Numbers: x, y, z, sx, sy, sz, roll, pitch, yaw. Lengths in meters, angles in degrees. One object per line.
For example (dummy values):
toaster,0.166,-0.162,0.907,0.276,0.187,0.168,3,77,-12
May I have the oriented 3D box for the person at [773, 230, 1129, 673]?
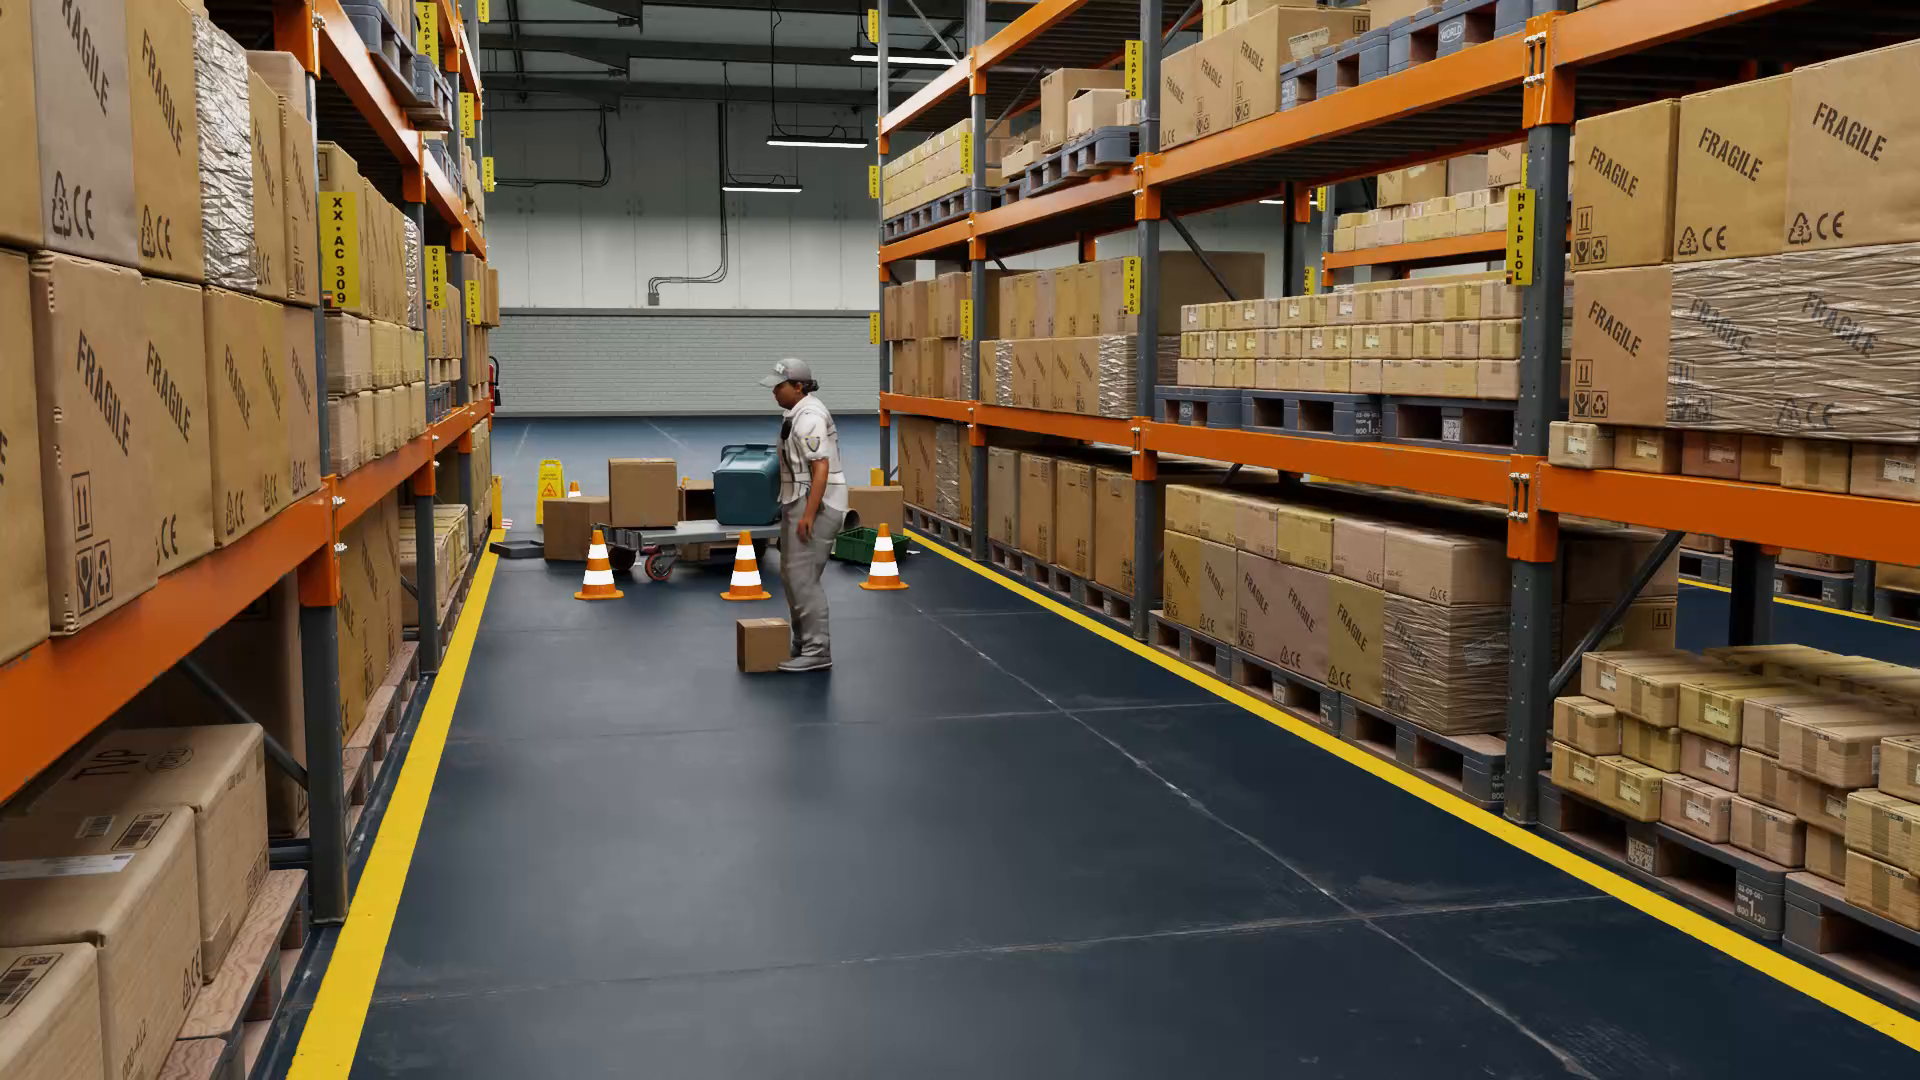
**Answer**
person,2.100,-4.639,30.160,18.113,6.001,40.284,-2,6,-16
